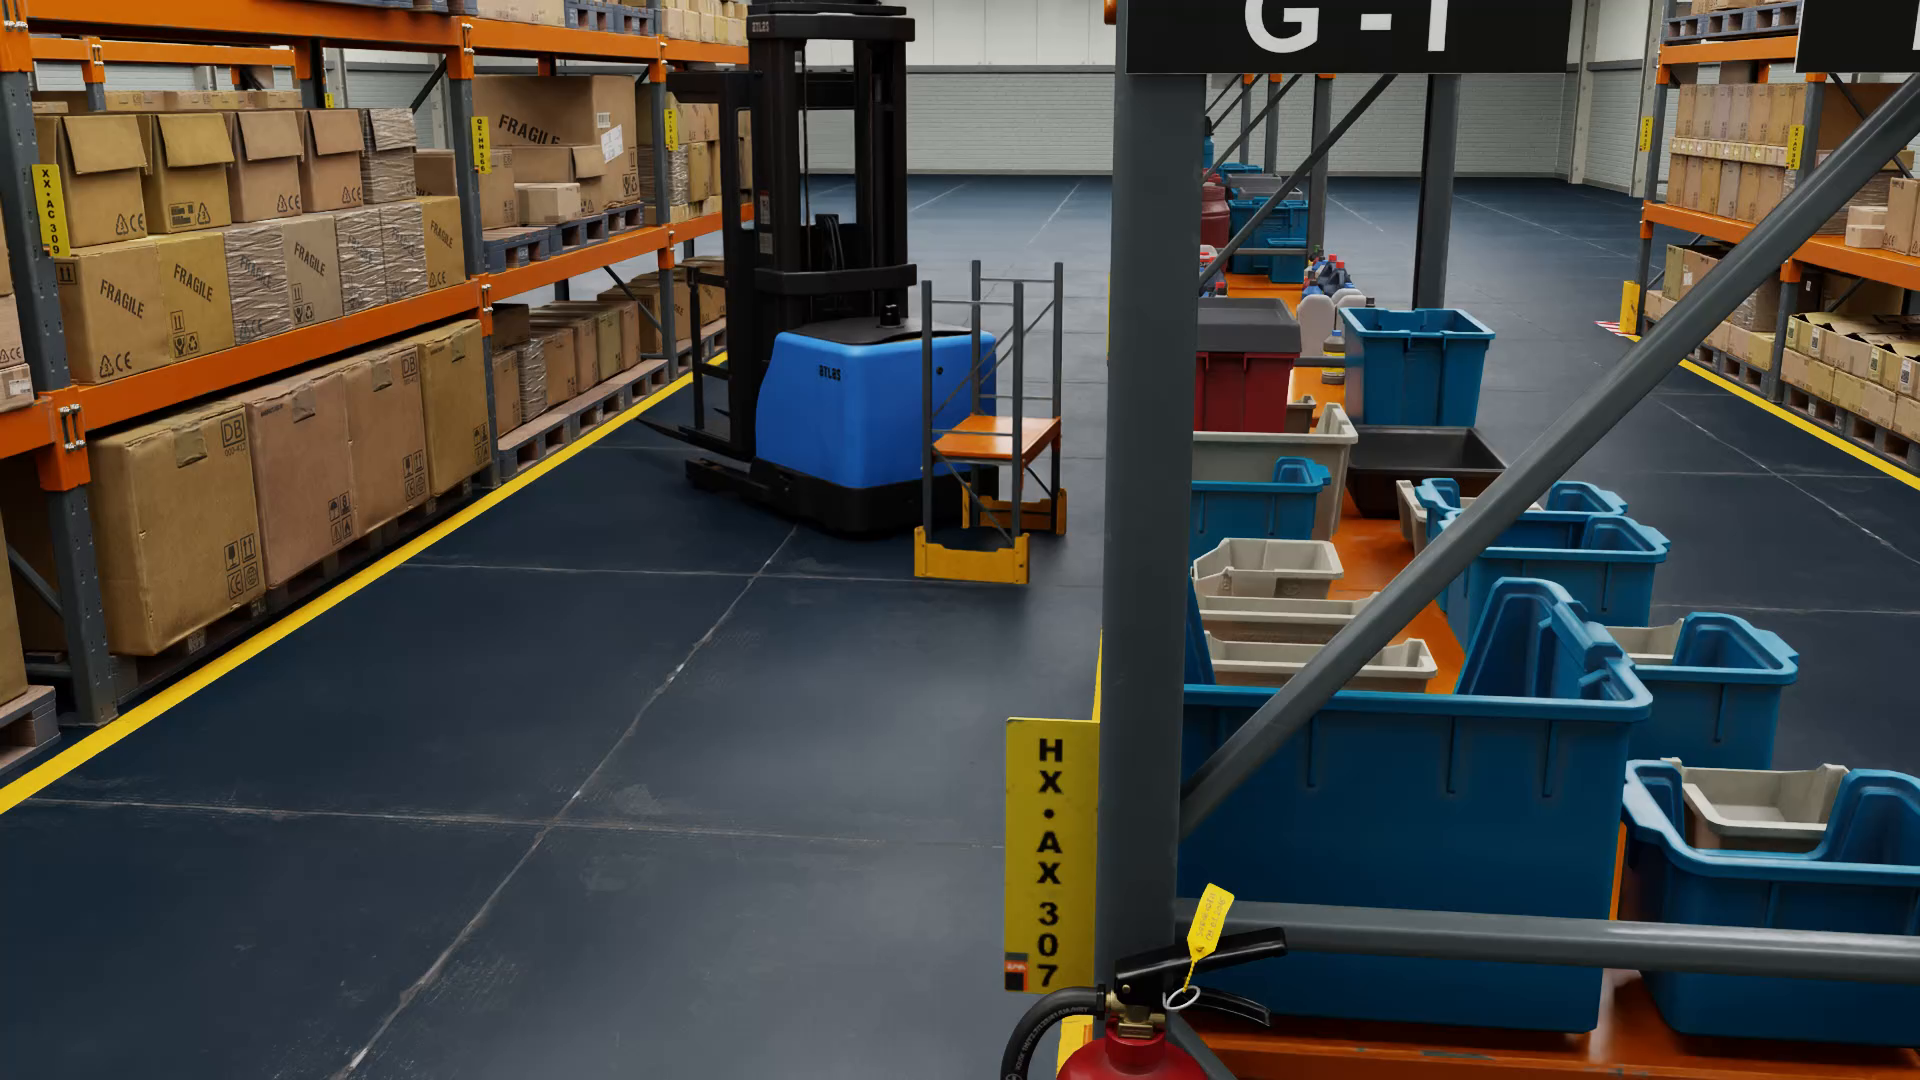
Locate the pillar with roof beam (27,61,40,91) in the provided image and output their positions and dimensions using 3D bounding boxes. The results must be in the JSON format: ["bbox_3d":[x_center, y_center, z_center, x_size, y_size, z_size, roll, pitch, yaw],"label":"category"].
[{"bbox_3d":[-12.590,-10.021,28.981,9.100,9.000,0.400,2,15,6],"label":"pillar with roof beam"}]

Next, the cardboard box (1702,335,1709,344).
[{"bbox_3d":[6.922,-1.917,14.969,0.500,0.250,0.500,2,15,6],"label":"cardboard box"}]

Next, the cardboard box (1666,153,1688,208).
[{"bbox_3d":[7.309,-3.491,16.134,0.700,0.500,0.500,2,15,6],"label":"cardboard box"}]

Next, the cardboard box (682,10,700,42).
[{"bbox_3d":[-2.559,-4.441,14.380,0.500,0.250,0.500,2,15,6],"label":"cardboard box"}]

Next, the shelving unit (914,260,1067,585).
[{"bbox_3d":[0.182,-0.651,8.697,0.587,1.500,1.083,4,16,14],"label":"shelving unit"}]

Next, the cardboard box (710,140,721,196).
[{"bbox_3d":[-2.662,-3.515,15.654,0.875,0.500,0.500,2,15,6],"label":"cardboard box"}]

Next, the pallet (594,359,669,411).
[{"bbox_3d":[-3.006,-1.271,13.457,1.003,0.211,1.213,2,15,6],"label":"pallet"}]

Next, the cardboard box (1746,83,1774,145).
[{"bbox_3d":[7.080,-3.577,13.966,0.700,0.500,0.500,2,15,6],"label":"cardboard box"}]

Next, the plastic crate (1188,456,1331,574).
[{"bbox_3d":[0.625,-0.049,3.802,0.416,0.233,0.300,2,15,6],"label":"plastic crate"}]

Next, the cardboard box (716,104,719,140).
[{"bbox_3d":[-2.459,-3.992,15.502,0.500,0.500,0.500,2,15,6],"label":"cardboard box"}]

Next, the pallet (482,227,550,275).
[{"bbox_3d":[-3.396,-1.877,10.723,1.213,0.211,1.003,2,15,6],"label":"pallet"}]

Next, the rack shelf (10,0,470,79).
[{"bbox_3d":[-3.596,-2.363,7.787,1.077,0.370,4.000,2,15,6],"label":"rack shelf"}]

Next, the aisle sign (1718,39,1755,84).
[{"bbox_3d":[7.674,-4.827,16.286,0.394,0.787,0.004,2,15,6],"label":"aisle sign"}]

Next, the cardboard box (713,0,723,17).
[{"bbox_3d":[-2.420,-4.936,15.447,0.380,0.149,0.250,1,15,3],"label":"cardboard box"}]

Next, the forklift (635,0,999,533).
[{"bbox_3d":[-1.062,-1.778,10.124,1.130,2.935,3.031,-11,19,-35],"label":"forklift"}]

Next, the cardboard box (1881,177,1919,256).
[{"bbox_3d":[6.761,-2.239,11.504,0.500,0.500,0.500,3,15,10],"label":"cardboard box"}]

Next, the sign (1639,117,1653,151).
[{"bbox_3d":[6.824,-4.037,16.537,0.100,0.325,0.005,2,15,6],"label":"sign"}]

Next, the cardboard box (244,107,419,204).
[{"bbox_3d":[-3.469,-2.125,9.160,0.797,0.503,0.637,2,15,8],"label":"cardboard box"}]

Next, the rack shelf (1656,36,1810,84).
[{"bbox_3d":[7.149,-4.145,14.378,1.077,0.370,4.000,2,15,6],"label":"rack shelf"}]

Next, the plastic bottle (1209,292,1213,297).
[{"bbox_3d":[1.062,-0.909,7.025,0.097,0.271,0.097,0,15,0],"label":"plastic bottle"}]

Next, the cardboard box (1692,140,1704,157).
[{"bbox_3d":[7.029,-3.631,15.409,0.380,0.149,0.250,1,15,5],"label":"cardboard box"}]

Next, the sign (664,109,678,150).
[{"bbox_3d":[-2.367,-3.362,13.632,0.100,0.325,0.005,2,15,6],"label":"sign"}]

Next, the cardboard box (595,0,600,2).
[{"bbox_3d":[-2.926,-4.158,12.499,0.396,0.266,0.258,2,15,8],"label":"cardboard box"}]

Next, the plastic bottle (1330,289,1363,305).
[{"bbox_3d":[1.661,-0.947,7.156,0.152,0.276,0.135,2,15,6],"label":"plastic bottle"}]

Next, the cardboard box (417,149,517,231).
[{"bbox_3d":[-3.386,-2.321,11.004,0.700,0.500,0.500,4,16,15],"label":"cardboard box"}]

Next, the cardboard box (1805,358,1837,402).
[{"bbox_3d":[6.573,-1.172,12.211,0.500,0.250,0.500,2,15,8],"label":"cardboard box"}]

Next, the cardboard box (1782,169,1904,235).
[{"bbox_3d":[6.967,-2.690,13.170,0.700,0.500,0.500,1,15,5],"label":"cardboard box"}]

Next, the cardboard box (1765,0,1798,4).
[{"bbox_3d":[6.788,-4.444,13.512,0.380,0.149,0.250,2,15,6],"label":"cardboard box"}]

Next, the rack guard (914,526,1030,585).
[{"bbox_3d":[0.060,0.078,8.394,0.587,0.250,0.087,4,16,14],"label":"rack guard"}]

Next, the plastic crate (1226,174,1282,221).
[{"bbox_3d":[2.251,-2.569,12.794,0.402,0.464,0.583,2,15,6],"label":"plastic crate"}]

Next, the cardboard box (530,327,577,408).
[{"bbox_3d":[-3.208,-1.253,11.995,0.700,0.500,0.500,3,15,11],"label":"cardboard box"}]

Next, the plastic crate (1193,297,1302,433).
[{"bbox_3d":[0.749,-0.434,4.782,0.402,0.464,0.583,2,15,6],"label":"plastic crate"}]

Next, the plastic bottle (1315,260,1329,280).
[{"bbox_3d":[1.828,-1.266,8.343,0.097,0.271,0.097,0,15,0],"label":"plastic bottle"}]

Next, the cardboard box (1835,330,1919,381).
[{"bbox_3d":[6.510,-1.308,11.643,0.500,0.311,0.500,1,15,4],"label":"cardboard box"}]

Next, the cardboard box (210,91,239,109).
[{"bbox_3d":[-7.564,-4.099,16.219,0.875,0.550,0.500,2,15,6],"label":"cardboard box"}]

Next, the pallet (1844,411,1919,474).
[{"bbox_3d":[6.744,-0.670,11.237,1.003,0.211,1.213,2,15,6],"label":"pallet"}]

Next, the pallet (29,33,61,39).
[{"bbox_3d":[-7.891,-4.107,13.226,0.805,0.209,1.217,1,15,4],"label":"pallet"}]

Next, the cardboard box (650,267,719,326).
[{"bbox_3d":[-2.678,-2.373,16.175,0.500,0.500,0.500,3,15,11],"label":"cardboard box"}]

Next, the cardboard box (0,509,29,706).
[{"bbox_3d":[-3.976,0.248,5.765,0.875,0.875,0.875,2,15,6],"label":"cardboard box"}]

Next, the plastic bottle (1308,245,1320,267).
[{"bbox_3d":[1.929,-1.462,9.044,0.061,0.283,0.133,2,15,6],"label":"plastic bottle"}]

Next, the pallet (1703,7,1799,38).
[{"bbox_3d":[7.134,-4.469,14.365,1.003,0.211,1.213,2,15,6],"label":"pallet"}]

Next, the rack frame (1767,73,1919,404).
[{"bbox_3d":[6.923,-2.526,12.757,1.000,3.000,0.127,2,15,6],"label":"rack frame"}]

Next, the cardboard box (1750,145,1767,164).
[{"bbox_3d":[6.858,-3.228,13.919,0.380,0.149,0.250,2,15,6],"label":"cardboard box"}]

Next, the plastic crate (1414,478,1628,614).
[{"bbox_3d":[1.185,0.018,3.556,0.416,0.233,0.300,2,15,6],"label":"plastic crate"}]

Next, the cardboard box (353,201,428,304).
[{"bbox_3d":[-3.242,-1.565,9.012,0.500,0.500,0.500,2,15,6],"label":"cardboard box"}]

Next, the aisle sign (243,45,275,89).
[{"bbox_3d":[-7.675,-5.311,18.075,0.394,0.787,0.004,2,15,6],"label":"aisle sign"}]

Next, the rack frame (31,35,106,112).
[{"bbox_3d":[-7.836,-2.991,14.477,1.000,3.000,0.127,2,15,6],"label":"rack frame"}]

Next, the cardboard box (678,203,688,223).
[{"bbox_3d":[-2.555,-2.809,14.285,0.380,0.149,0.250,2,15,6],"label":"cardboard box"}]

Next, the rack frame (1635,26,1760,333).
[{"bbox_3d":[7.375,-3.563,16.594,1.000,3.000,0.127,2,15,6],"label":"rack frame"}]

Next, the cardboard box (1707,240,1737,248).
[{"bbox_3d":[7.610,-2.653,16.253,0.500,0.500,0.500,2,15,6],"label":"cardboard box"}]

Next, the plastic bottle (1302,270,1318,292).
[{"bbox_3d":[1.636,-1.122,7.787,0.061,0.283,0.133,2,15,6],"label":"plastic bottle"}]

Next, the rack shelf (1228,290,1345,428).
[{"bbox_3d":[1.325,-0.769,7.639,1.077,0.370,4.000,2,15,6],"label":"rack shelf"}]
